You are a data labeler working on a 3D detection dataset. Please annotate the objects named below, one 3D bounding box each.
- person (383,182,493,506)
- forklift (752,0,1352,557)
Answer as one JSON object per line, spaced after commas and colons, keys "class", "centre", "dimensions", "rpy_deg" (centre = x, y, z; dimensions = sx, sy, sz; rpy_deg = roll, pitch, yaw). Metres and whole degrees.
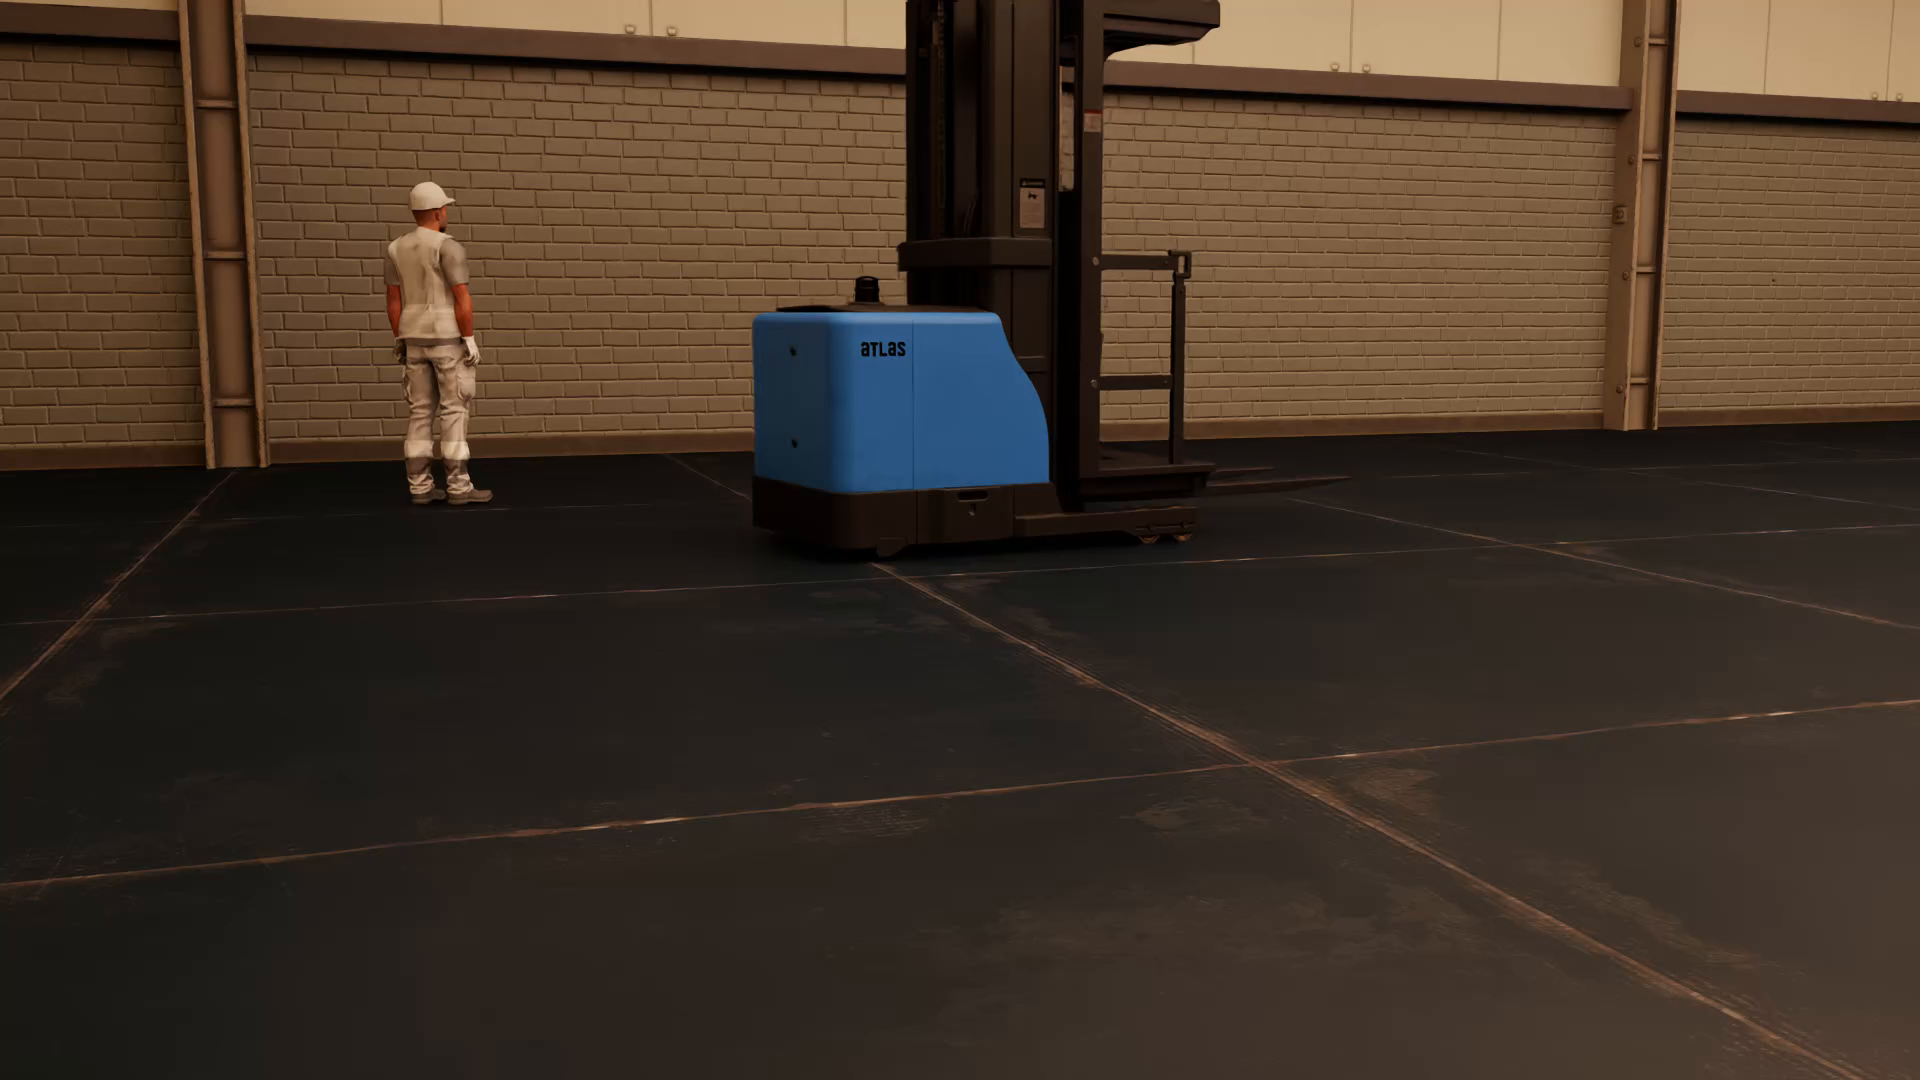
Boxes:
{"class": "person", "centre": [-2.941, -1.100, 9.364], "dimensions": [0.550, 1.795, 0.352], "rpy_deg": [3, 8, 18]}
{"class": "forklift", "centre": [0.554, -1.496, 8.047], "dimensions": [3.031, 2.935, 1.130], "rpy_deg": [-4, 9, -29]}
